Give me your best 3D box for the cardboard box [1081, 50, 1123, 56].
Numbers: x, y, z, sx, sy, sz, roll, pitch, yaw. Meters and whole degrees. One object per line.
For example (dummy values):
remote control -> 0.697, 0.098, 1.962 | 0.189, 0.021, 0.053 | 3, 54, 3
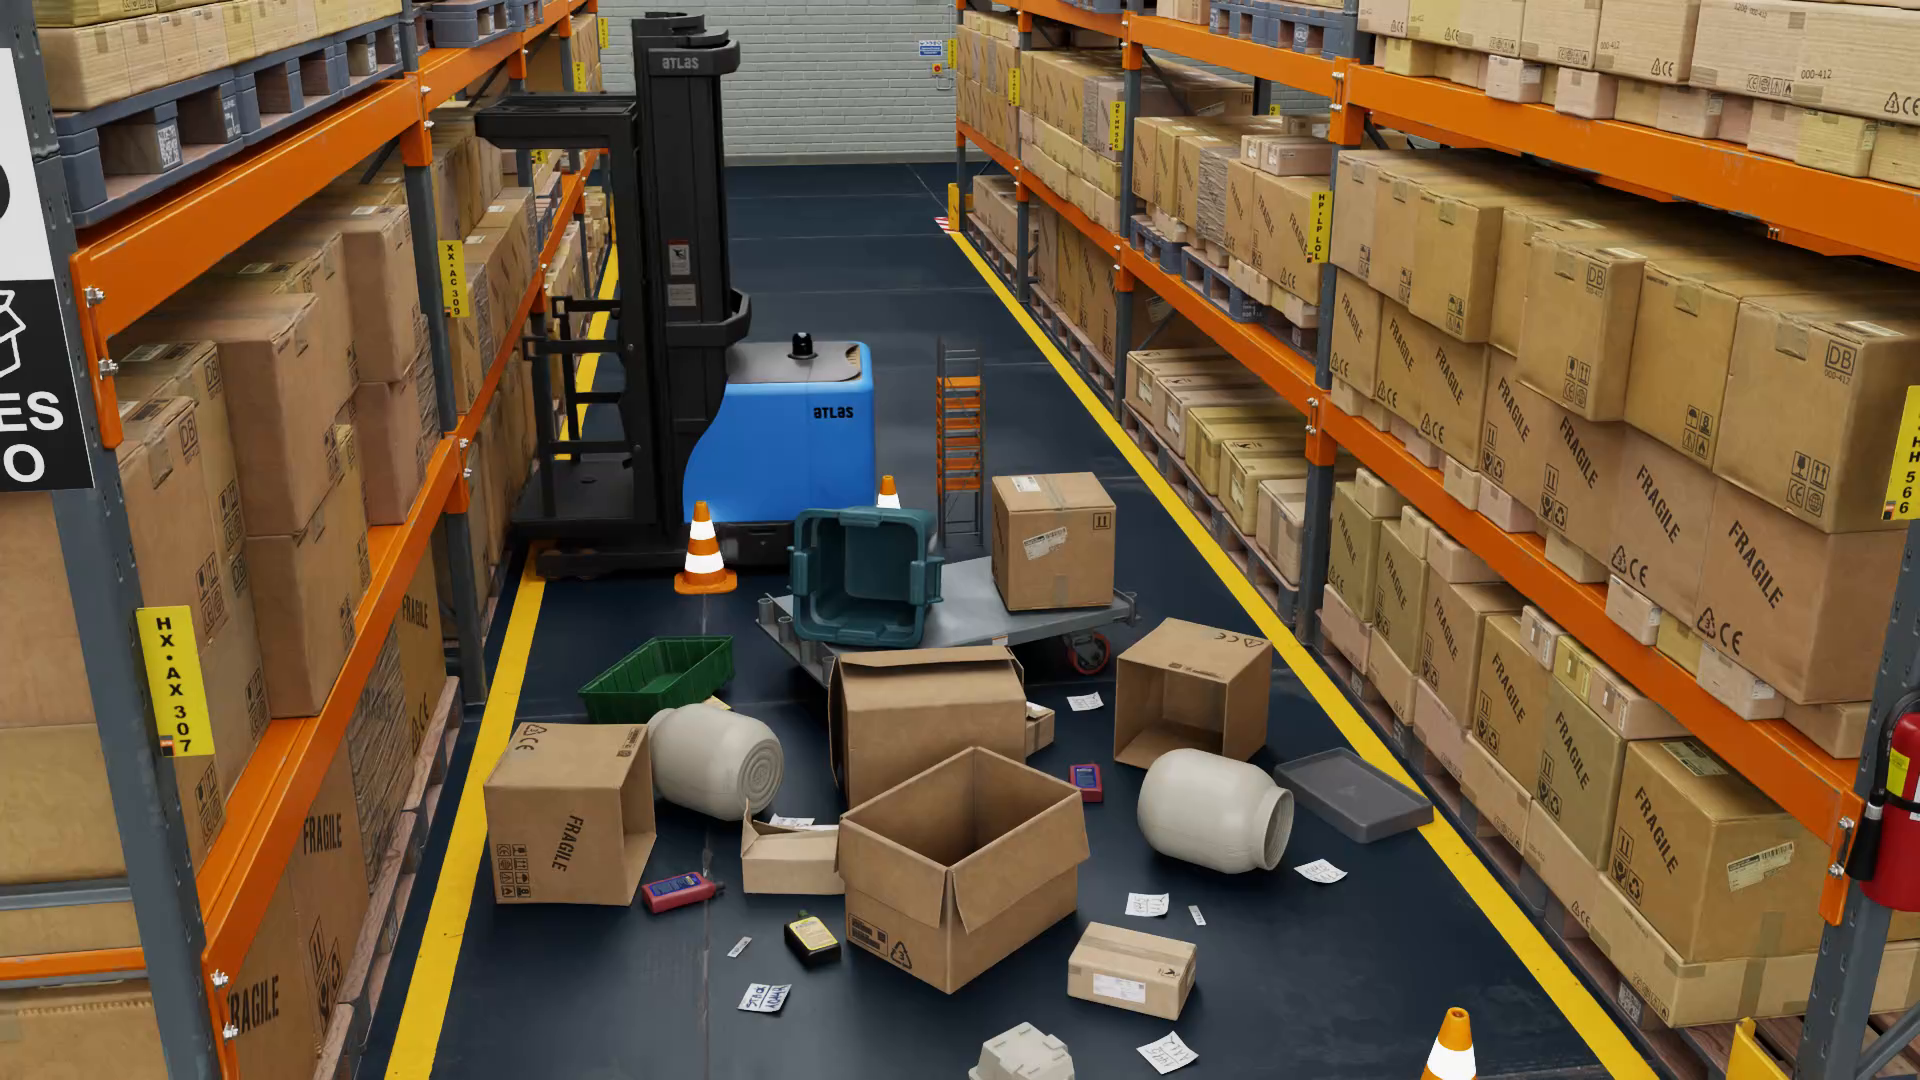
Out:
cardboard box -> 1.353, -4.060, 14.727 | 0.500, 0.500, 0.500 | -2, 21, -6

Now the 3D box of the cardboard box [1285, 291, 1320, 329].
cardboard box -> 1.846, -1.160, 8.294 | 0.380, 0.149, 0.250 | -3, 21, -7

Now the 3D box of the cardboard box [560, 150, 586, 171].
cardboard box -> -3.561, -3.399, 14.888 | 0.380, 0.149, 0.250 | -2, 21, -6

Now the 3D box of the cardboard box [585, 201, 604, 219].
cardboard box -> -3.883, -3.400, 17.156 | 0.380, 0.149, 0.250 | -2, 21, -6

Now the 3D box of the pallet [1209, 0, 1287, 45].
pallet -> 2.057, -2.812, 8.939 | 1.213, 0.211, 1.003 | -3, 21, -8

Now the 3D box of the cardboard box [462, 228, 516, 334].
cardboard box -> -2.716, -1.398, 9.030 | 0.500, 0.500, 0.500 | -3, 21, -7

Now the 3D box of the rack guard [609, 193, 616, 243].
rack guard -> -4.410, -3.590, 18.612 | 1.175, 0.500, 0.348 | -3, 21, -8

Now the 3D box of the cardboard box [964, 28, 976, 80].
cardboard box -> 0.332, -5.228, 17.854 | 0.500, 0.500, 0.500 | -3, 21, -9

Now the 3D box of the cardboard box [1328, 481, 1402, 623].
cardboard box -> 2.011, 0.041, 7.576 | 0.500, 0.500, 0.500 | -2, 21, -5

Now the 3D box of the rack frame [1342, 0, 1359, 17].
rack frame -> 2.193, -3.727, 6.834 | 1.000, 3.000, 0.127 | -3, 21, -8

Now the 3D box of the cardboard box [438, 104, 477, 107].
cardboard box -> -4.196, -3.504, 13.719 | 0.380, 0.149, 0.250 | -2, 21, -6

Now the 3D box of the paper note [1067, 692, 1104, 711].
paper note -> 0.581, 0.744, 7.681 | 0.148, 0.019, 0.142 | -3, 21, -8

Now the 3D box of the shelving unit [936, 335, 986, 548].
shelving unit -> 0.002, -0.557, 9.493 | 0.258, 1.200, 0.189 | -3, 21, -8

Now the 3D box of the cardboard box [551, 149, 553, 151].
cardboard box -> -3.475, -3.221, 13.386 | 0.380, 0.149, 0.250 | -4, 21, -10

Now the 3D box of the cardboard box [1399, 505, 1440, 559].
cardboard box -> 2.046, -0.038, 6.863 | 0.380, 0.149, 0.250 | -2, 21, -6

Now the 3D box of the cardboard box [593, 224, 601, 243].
cardboard box -> -3.812, -3.077, 16.717 | 0.380, 0.149, 0.250 | -3, 21, -7

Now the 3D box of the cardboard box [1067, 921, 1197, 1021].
cardboard box -> 0.582, 1.452, 5.616 | 0.380, 0.149, 0.250 | 8, 22, 20

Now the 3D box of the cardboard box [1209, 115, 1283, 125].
cardboard box -> 1.957, -2.541, 11.065 | 0.500, 0.500, 0.500 | -4, 21, -9

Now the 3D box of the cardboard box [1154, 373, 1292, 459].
cardboard box -> 1.802, -0.816, 10.770 | 0.950, 0.372, 0.625 | -3, 21, -9

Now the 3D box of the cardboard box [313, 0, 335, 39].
cardboard box -> -2.136, -1.612, 5.074 | 0.380, 0.149, 0.250 | -3, 21, -8

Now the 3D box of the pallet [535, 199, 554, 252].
pallet -> -3.475, -2.168, 11.509 | 1.213, 0.211, 1.003 | -3, 21, -8

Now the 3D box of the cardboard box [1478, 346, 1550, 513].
cardboard box -> 2.228, -0.415, 5.973 | 0.500, 0.500, 0.500 | -3, 21, -7

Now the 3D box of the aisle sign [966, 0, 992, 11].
aisle sign -> 0.166, -6.300, 18.580 | 0.394, 0.787, 0.004 | -3, 21, -8

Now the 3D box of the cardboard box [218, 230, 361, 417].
cardboard box -> -2.535, -0.700, 5.546 | 0.875, 0.550, 0.550 | -3, 21, -8

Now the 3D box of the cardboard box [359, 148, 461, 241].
cardboard box -> -2.917, -1.672, 8.333 | 0.700, 0.500, 0.500 | -3, 21, -7

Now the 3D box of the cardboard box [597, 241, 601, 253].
cardboard box -> -3.881, -3.031, 17.018 | 0.380, 0.149, 0.250 | -3, 21, -7

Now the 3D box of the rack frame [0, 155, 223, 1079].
rack frame -> -2.114, 0.753, 3.413 | 1.000, 3.000, 0.127 | -3, 21, -8

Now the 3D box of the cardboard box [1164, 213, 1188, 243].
cardboard box -> 1.500, -1.966, 10.451 | 0.380, 0.149, 0.250 | -3, 21, -7

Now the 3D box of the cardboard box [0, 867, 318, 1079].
cardboard box -> -2.277, 1.320, 4.331 | 0.875, 0.875, 0.875 | -3, 21, -7

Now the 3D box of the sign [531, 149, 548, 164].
sign -> -2.718, -2.589, 10.705 | 0.100, 0.325, 0.005 | -3, 21, -8

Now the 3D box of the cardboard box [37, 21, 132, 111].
cardboard box -> -1.846, -0.913, 3.203 | 0.380, 0.149, 0.250 | -3, 21, -7

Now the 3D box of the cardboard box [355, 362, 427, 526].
cardboard box -> -2.524, -0.386, 6.248 | 0.875, 0.550, 0.550 | -3, 21, -8

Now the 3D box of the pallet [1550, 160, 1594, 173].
pallet -> 5.958, -3.566, 15.251 | 1.003, 0.211, 1.213 | -3, 21, -8

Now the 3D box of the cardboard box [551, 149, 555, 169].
cardboard box -> -3.483, -3.090, 13.462 | 0.380, 0.149, 0.250 | -4, 21, -11

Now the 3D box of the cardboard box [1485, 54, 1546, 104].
cardboard box -> 2.094, -1.633, 5.874 | 0.380, 0.149, 0.250 | -3, 21, -9

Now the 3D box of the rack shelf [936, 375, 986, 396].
rack shelf -> 0.002, -0.853, 9.382 | 0.258, 0.103, 0.180 | -3, 21, -8

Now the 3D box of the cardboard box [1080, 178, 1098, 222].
cardboard box -> 1.197, -2.569, 12.523 | 0.500, 0.250, 0.500 | -3, 21, -7

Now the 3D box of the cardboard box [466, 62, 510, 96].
cardboard box -> -4.179, -4.206, 14.692 | 0.500, 0.500, 0.500 | -4, 21, -10

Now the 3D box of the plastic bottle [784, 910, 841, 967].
plastic bottle -> -0.536, 1.400, 5.879 | 0.133, 0.061, 0.283 | -11, 23, -26

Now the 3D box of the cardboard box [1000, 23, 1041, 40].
cardboard box -> 0.598, -4.951, 16.187 | 0.380, 0.149, 0.250 | -3, 21, -8

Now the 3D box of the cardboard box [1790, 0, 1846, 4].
cardboard box -> 2.375, -1.474, 4.307 | 0.380, 0.149, 0.250 | -3, 21, -8

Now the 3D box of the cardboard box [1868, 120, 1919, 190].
cardboard box -> 2.442, -0.929, 3.988 | 0.380, 0.149, 0.250 | -3, 21, -8

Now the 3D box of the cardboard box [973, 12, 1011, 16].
cardboard box -> 0.349, -5.667, 18.102 | 0.380, 0.149, 0.250 | -2, 21, -6

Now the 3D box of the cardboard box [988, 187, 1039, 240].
cardboard box -> 0.798, -3.528, 17.937 | 0.875, 0.438, 0.875 | -2, 21, -6

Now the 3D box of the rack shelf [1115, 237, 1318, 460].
rack shelf -> 1.905, -1.272, 9.863 | 1.077, 0.370, 4.000 | -3, 21, -8

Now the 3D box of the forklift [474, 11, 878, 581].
forklift -> -1.995, -1.341, 9.118 | 3.031, 2.935, 1.130 | -1, 21, -4

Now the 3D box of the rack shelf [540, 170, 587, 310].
rack shelf -> -3.556, -2.372, 12.809 | 1.077, 0.370, 4.000 | -3, 21, -8

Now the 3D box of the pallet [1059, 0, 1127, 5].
pallet -> 1.307, -4.226, 12.726 | 1.003, 0.211, 1.213 | -2, 21, -5

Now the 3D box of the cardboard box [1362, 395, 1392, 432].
cardboard box -> 2.009, -0.589, 7.365 | 0.380, 0.149, 0.250 | -2, 21, -6

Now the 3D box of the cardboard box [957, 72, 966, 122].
cardboard box -> 0.248, -4.938, 18.506 | 0.500, 0.500, 0.500 | -3, 21, -8

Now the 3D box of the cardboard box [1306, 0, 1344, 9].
cardboard box -> 1.966, -2.643, 7.833 | 0.500, 0.250, 0.500 | -3, 21, -9

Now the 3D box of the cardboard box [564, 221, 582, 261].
cardboard box -> -3.486, -2.534, 14.114 | 0.500, 0.250, 0.500 | -3, 21, -9

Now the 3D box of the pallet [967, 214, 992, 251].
pallet -> 0.656, -3.492, 18.765 | 1.003, 0.211, 1.213 | -3, 21, -8

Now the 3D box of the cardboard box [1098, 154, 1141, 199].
cardboard box -> 1.295, -2.620, 11.945 | 0.500, 0.250, 0.500 | -3, 21, -8

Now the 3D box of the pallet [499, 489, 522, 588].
pallet -> -3.056, -0.012, 9.448 | 1.003, 0.211, 1.213 | -3, 21, -8

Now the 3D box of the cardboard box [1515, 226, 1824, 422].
cardboard box -> 2.239, -0.699, 5.304 | 0.700, 0.500, 0.500 | -3, 21, -8

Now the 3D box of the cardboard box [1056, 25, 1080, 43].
cardboard box -> 1.120, -4.802, 15.788 | 0.380, 0.149, 0.250 | -3, 21, -8

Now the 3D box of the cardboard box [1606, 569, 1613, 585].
cardboard box -> 2.377, 0.112, 5.489 | 0.380, 0.149, 0.250 | -3, 21, -7
